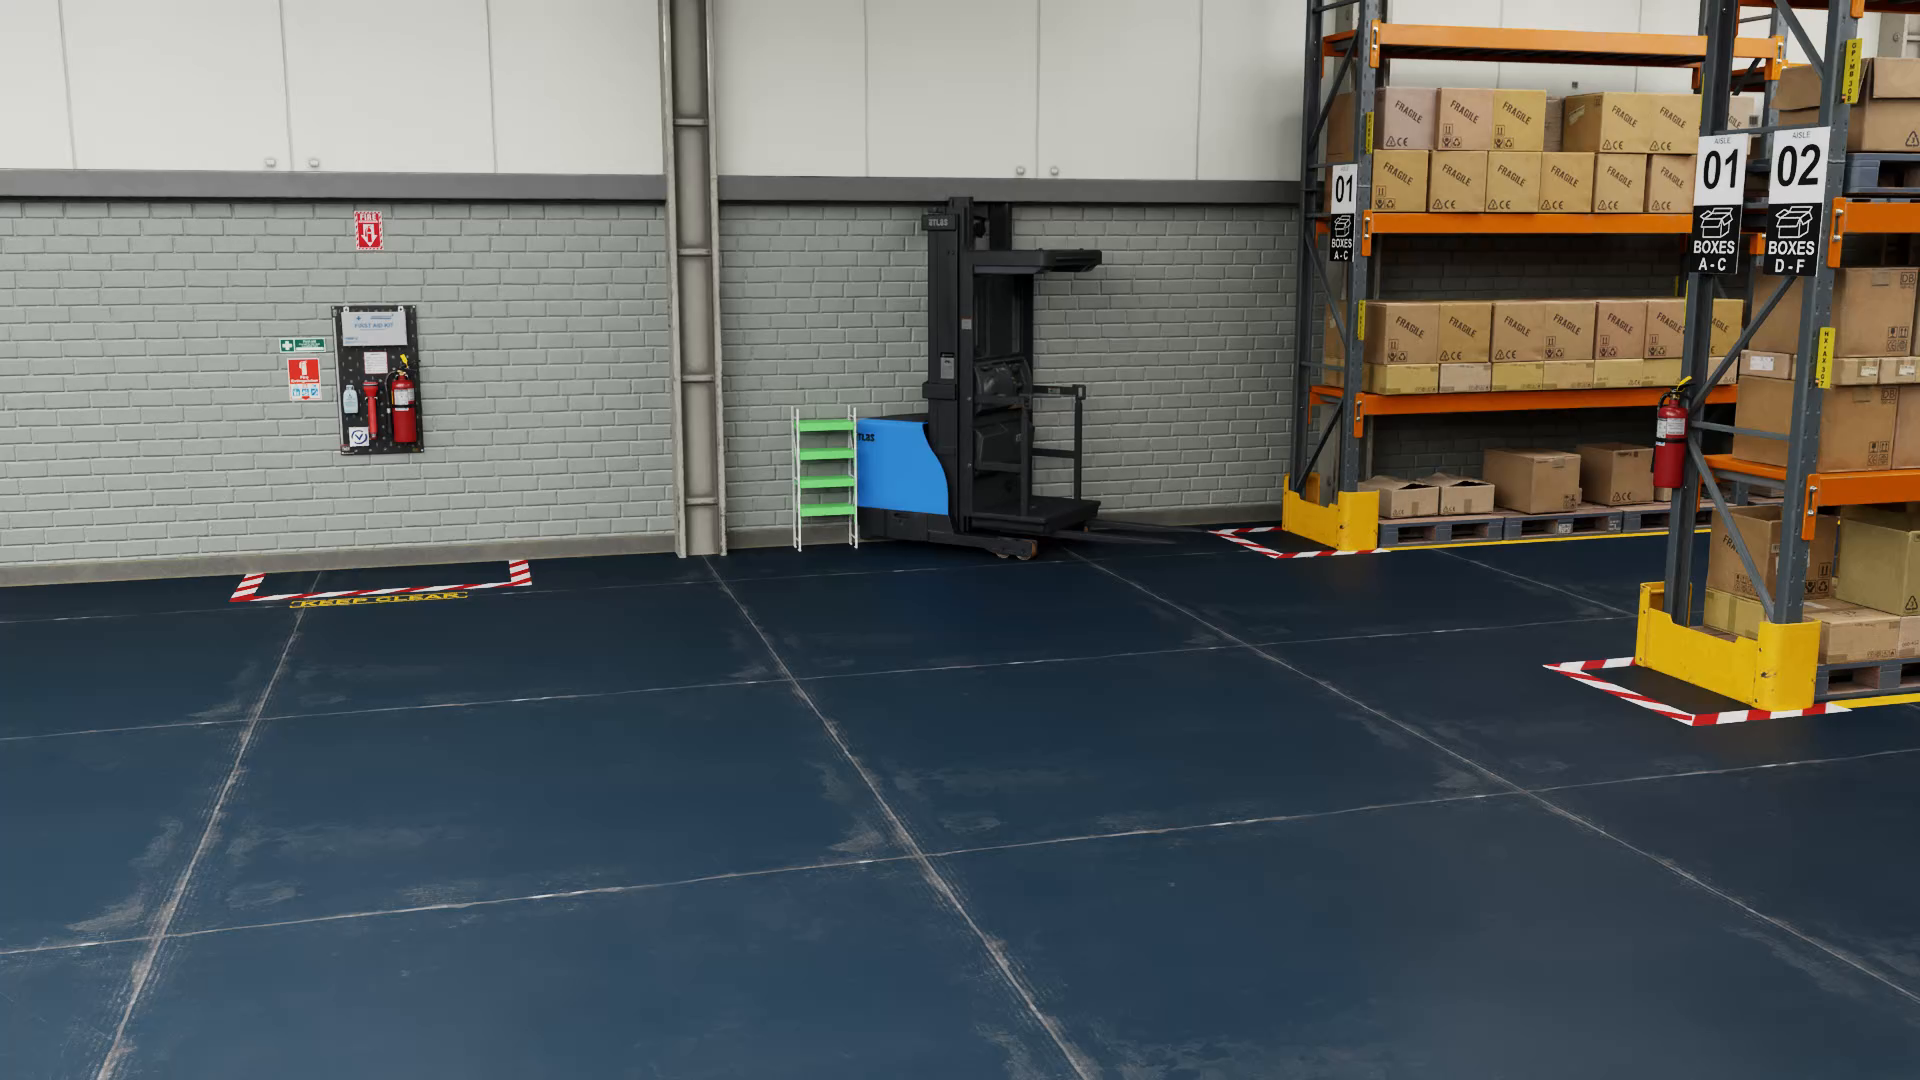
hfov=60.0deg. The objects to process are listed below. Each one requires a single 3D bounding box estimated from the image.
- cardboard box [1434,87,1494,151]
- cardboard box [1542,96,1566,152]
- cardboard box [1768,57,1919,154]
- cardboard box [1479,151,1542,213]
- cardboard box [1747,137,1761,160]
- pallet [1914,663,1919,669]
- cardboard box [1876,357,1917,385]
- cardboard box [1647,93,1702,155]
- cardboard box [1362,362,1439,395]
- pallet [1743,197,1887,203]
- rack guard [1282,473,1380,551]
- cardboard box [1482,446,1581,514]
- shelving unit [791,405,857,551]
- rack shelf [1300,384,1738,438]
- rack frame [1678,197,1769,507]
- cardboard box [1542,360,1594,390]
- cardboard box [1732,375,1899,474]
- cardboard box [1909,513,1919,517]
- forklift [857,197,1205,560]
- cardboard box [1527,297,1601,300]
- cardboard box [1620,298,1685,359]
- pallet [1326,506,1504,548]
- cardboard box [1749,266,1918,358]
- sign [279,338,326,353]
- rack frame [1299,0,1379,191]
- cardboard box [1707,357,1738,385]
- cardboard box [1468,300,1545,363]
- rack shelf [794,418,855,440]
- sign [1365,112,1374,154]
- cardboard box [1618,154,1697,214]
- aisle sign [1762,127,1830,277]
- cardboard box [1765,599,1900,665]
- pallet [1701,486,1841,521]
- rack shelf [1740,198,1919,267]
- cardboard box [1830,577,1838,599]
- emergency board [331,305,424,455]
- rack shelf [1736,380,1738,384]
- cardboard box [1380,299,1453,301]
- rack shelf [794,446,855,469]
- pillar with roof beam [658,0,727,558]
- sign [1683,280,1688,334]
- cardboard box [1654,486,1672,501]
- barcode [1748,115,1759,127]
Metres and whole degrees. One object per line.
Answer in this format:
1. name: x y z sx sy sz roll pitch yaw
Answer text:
1. cardboard box: 4.092 -3.502 13.909 0.500 0.500 0.500 -3 11 -17
2. cardboard box: 4.985 -3.651 14.713 0.500 0.500 0.500 -3 11 -16
3. cardboard box: 5.100 -2.451 9.461 0.637 0.503 0.797 -2 11 -12
4. cardboard box: 4.573 -3.038 14.149 0.500 0.500 0.500 -2 11 -13
5. cardboard box: 7.547 -3.430 15.170 0.500 0.500 0.500 -1 11 -8
6. pallet: 6.439 0.643 10.472 1.213 0.211 1.003 -3 11 -16
7. cardboard box: 5.237 -0.986 9.550 0.250 0.149 0.380 -3 11 -17
8. cardboard box: 6.068 -3.609 14.486 0.500 0.500 0.500 -2 11 -13
9. cardboard box: 3.716 -1.388 14.161 0.500 0.250 0.500 -3 11 -18
10. pallet: 7.622 -3.081 15.229 1.003 0.211 1.213 -3 11 -16
11. rack guard: 3.232 -0.257 14.562 0.348 0.500 1.175 -3 11 -16
12. cardboard box: 5.114 -0.546 14.918 0.500 0.500 0.700 -4 11 -20
13. shelving unit: -1.150 -0.528 14.102 0.503 1.200 0.258 -3 11 -17
14. rack shelf: 5.079 -1.230 14.930 4.000 0.370 1.077 -3 11 -16
15. rack frame: 6.999 -1.685 15.414 0.127 3.000 1.000 -3 11 -16
16. cardboard box: 5.187 -1.467 14.588 0.500 0.250 0.500 -3 11 -15
17. cardboard box: 4.999 -0.692 9.745 0.500 0.500 0.700 -3 11 -16
18. cardboard box: 6.080 0.114 10.007 0.500 0.500 0.500 -3 11 -16
19. forklift: 0.545 -1.385 13.973 3.031 2.935 1.130 6 12 29
20. cardboard box: 5.512 -1.953 15.156 0.500 0.500 0.500 -3 11 -14
21. cardboard box: 6.154 -1.886 14.794 0.500 0.500 0.500 -3 11 -16
22. pallet: 4.022 -0.150 14.778 1.213 0.211 1.003 -3 11 -16
23. cardboard box: 5.050 -1.333 9.642 0.500 0.500 0.700 -3 11 -16
24. sign: -5.108 -1.513 12.918 0.331 0.109 0.001 -3 11 -16
25. rack frame: 3.159 -4.433 13.772 0.127 3.000 1.000 -3 11 -16
26. cardboard box: 6.629 -1.544 15.010 0.500 0.250 0.500 -3 11 -16
27. cardboard box: 4.676 -1.808 14.369 0.500 0.500 0.500 -3 11 -18
28. rack shelf: -1.150 -0.937 14.027 0.480 0.148 0.258 -3 11 -17
29. sign: 3.311 -3.293 13.452 0.005 0.325 0.100 -3 11 -16
30. cardboard box: 6.095 -3.127 14.633 0.500 0.500 0.500 -4 11 -21
31. aisle sign: 4.570 -1.844 9.095 0.004 0.787 0.394 -3 11 -16
32. cardboard box: 5.124 0.536 9.786 0.500 0.250 0.500 -3 11 -16
33. pallet: 7.747 -0.353 15.882 1.213 0.211 1.003 -3 11 -16
34. rack shelf: 6.467 -1.844 9.981 4.000 0.370 1.077 -3 11 -16
35. cardboard box: 5.456 0.418 10.424 0.500 0.250 0.500 -3 11 -16
36. emergency board: -4.555 -1.246 13.031 0.643 1.169 0.194 -3 11 -16
37. rack shelf: 8.920 -1.432 16.029 4.000 0.370 1.077 -3 11 -16
38. cardboard box: 4.038 -1.872 14.718 0.500 0.500 0.500 -3 11 -15
39. rack shelf: -1.150 -0.701 14.070 0.480 0.148 0.258 -3 11 -17
40. pillar with roof beam: -0.968 -3.567 9.066 0.400 9.000 9.100 -3 11 -16
41. sign: 4.409 -1.403 10.028 0.005 0.325 0.100 -3 11 -16
42. cardboard box: 6.494 -0.476 15.456 0.250 0.166 0.380 -5 11 -23
43. barcode: 4.702 -2.481 9.852 0.075 0.075 0.001 -3 11 -16
